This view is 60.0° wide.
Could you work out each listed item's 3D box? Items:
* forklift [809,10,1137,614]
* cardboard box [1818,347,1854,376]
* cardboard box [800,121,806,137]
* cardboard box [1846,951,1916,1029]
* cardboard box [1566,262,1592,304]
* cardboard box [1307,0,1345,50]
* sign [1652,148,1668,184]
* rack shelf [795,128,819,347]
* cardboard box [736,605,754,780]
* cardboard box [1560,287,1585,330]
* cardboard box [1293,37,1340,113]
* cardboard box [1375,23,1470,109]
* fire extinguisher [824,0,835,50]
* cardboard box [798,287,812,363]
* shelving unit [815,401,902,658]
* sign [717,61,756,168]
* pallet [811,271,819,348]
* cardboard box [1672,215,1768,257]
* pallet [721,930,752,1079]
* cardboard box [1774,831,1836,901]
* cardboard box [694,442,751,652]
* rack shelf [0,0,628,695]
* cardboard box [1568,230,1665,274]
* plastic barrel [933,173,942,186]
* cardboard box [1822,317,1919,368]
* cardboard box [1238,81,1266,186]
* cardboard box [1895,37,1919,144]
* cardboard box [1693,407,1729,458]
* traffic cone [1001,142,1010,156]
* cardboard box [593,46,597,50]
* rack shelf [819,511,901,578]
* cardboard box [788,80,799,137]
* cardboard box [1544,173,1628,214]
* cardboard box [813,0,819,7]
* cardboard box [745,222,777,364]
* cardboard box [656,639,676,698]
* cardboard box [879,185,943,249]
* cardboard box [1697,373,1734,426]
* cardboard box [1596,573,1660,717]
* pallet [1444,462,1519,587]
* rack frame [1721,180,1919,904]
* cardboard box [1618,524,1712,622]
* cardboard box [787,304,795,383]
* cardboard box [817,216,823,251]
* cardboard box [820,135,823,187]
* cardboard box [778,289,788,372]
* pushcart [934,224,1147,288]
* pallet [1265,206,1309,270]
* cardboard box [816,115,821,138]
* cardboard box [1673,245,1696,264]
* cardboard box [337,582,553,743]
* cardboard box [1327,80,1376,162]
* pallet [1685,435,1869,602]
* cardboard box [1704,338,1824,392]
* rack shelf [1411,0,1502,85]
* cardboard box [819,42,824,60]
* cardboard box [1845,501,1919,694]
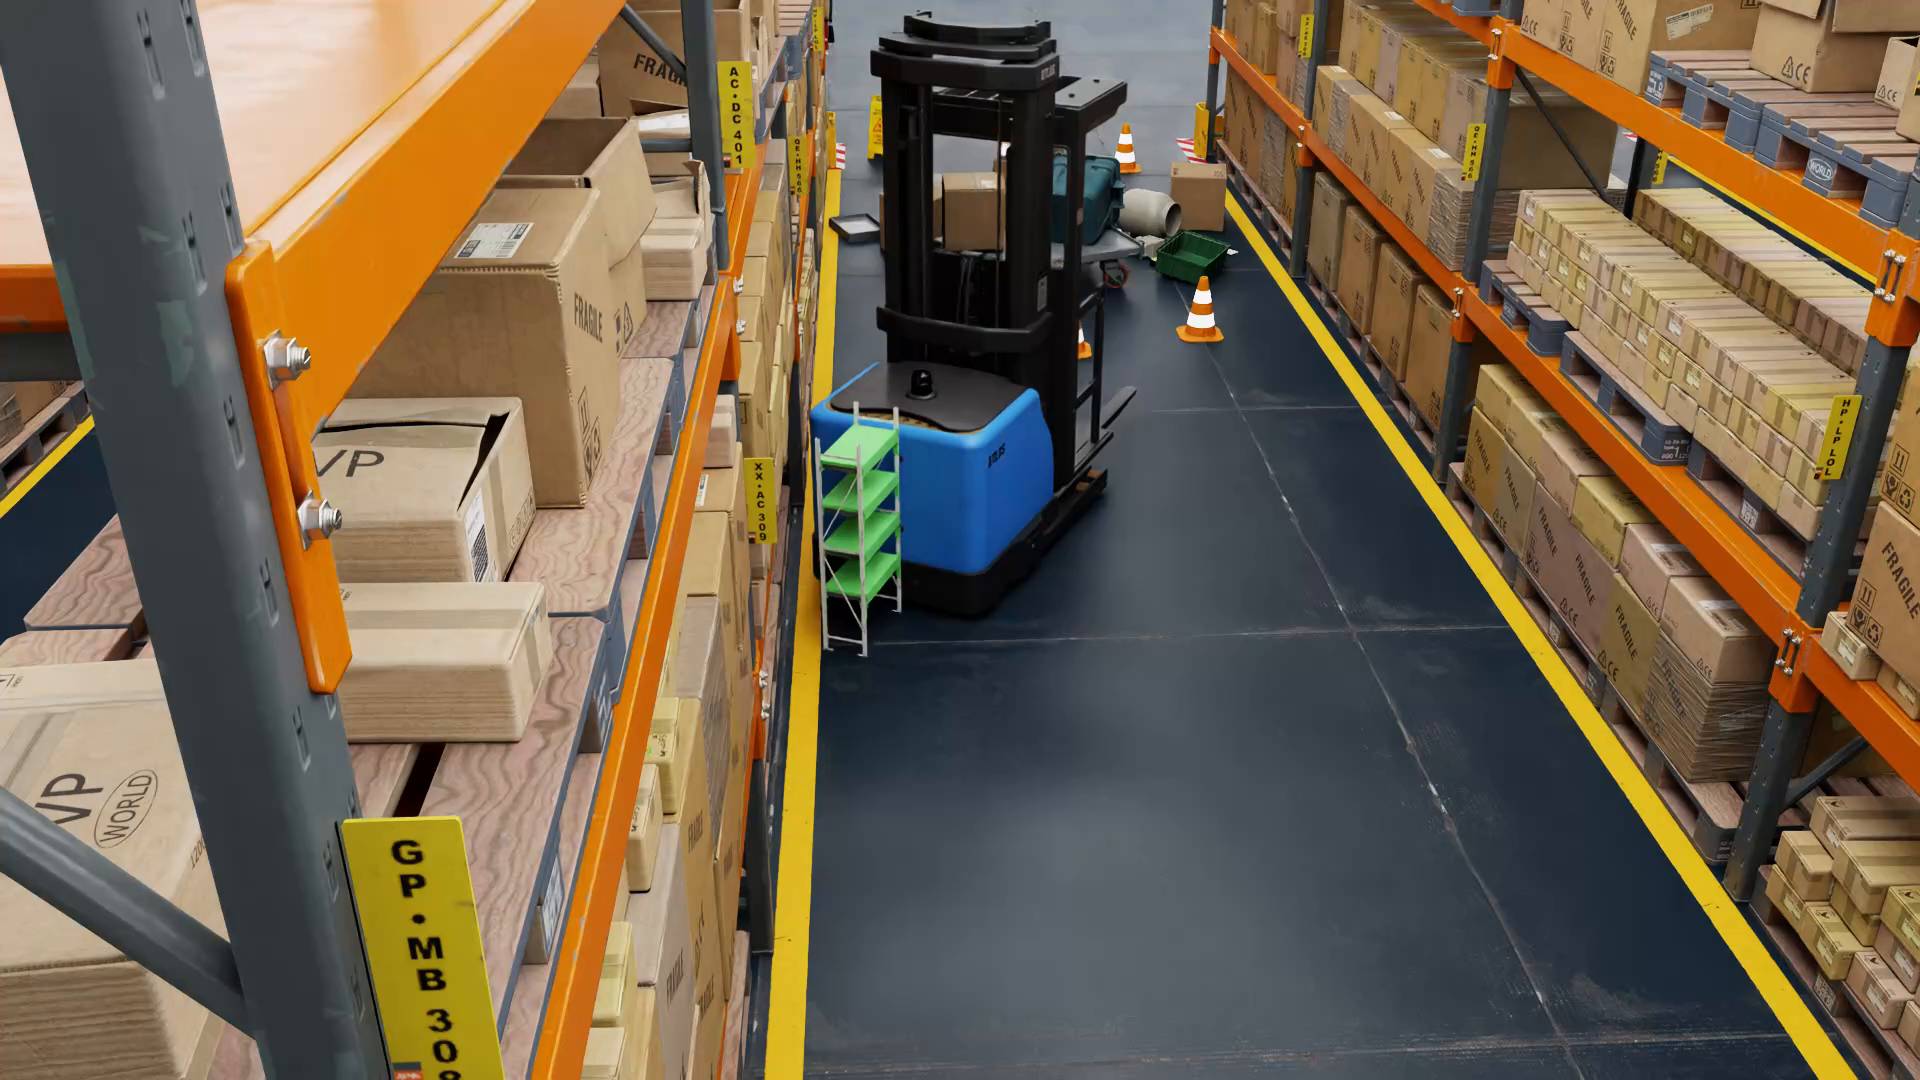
[{"bbox_3d":[0.260,-1.562,9.576,1.130,2.935,3.031,12,30,22],"label":"forklift"},{"bbox_3d":[4.075,-0.750,7.441,0.380,0.149,0.250,0,28,-1],"label":"cardboard box"},{"bbox_3d":[-1.295,-2.881,11.848,0.380,0.149,0.250,-1,28,-2],"label":"cardboard box"},{"bbox_3d":[3.473,1.623,6.023,0.380,0.149,0.250,-2,28,-3],"label":"cardboard box"},{"bbox_3d":[3.359,-1.328,8.549,0.380,0.149,0.250,-1,28,-2],"label":"cardboard box"},{"bbox_3d":[3.293,-4.278,13.379,0.875,0.550,0.550,-1,28,-3],"label":"cardboard box"},{"bbox_3d":[4.028,-2.210,9.577,0.100,0.325,0.005,-1,28,-3],"label":"sign"},{"bbox_3d":[-1.555,-2.153,11.412,1.077,0.370,4.000,-1,28,-3],"label":"rack shelf"},{"bbox_3d":[-0.963,0.463,5.511,0.500,0.500,0.500,-1,28,-2],"label":"cardboard box"},{"bbox_3d":[3.353,-1.205,8.634,0.380,0.149,0.250,0,28,0],"label":"cardboard box"},{"bbox_3d":[3.247,-3.798,13.627,0.875,0.550,0.550,-1,28,-3],"label":"cardboard box"},{"bbox_3d":[3.365,-3.349,11.739,0.700,0.500,0.500,-1,28,-2],"label":"cardboard box"},{"bbox_3d":[-1.414,-5.272,16.699,0.296,0.674,0.183,-1,28,-3],"label":"fire extinguisher"},{"bbox_3d":[-1.551,-1.521,11.811,0.950,0.372,0.625,0,28,-1],"label":"cardboard box"},{"bbox_3d":[-0.511,-0.051,8.551,0.258,1.200,0.503,9,29,17],"label":"shelving unit"},{"bbox_3d":[-0.688,-1.309,5.129,0.100,0.325,0.005,-1,28,-3],"label":"sign"},{"bbox_3d":[-1.618,-1.800,12.972,1.003,0.211,1.213,-1,28,-3],"label":"pallet"},{"bbox_3d":[3.995,-1.601,8.750,0.380,0.149,0.250,-1,28,-1],"label":"cardboard box"},{"bbox_3d":[-1.281,1.888,5.901,1.003,0.211,1.213,-1,28,-3],"label":"pallet"},{"bbox_3d":[3.395,1.254,6.409,0.380,0.149,0.250,0,28,0],"label":"cardboard box"},{"bbox_3d":[-0.942,0.023,5.274,0.500,0.500,0.500,-2,28,-3],"label":"cardboard box"},{"bbox_3d":[-1.138,-0.941,3.034,1.077,0.370,4.000,-1,28,-3],"label":"rack shelf"},{"bbox_3d":[3.356,-1.475,8.509,0.380,0.149,0.250,-3,28,-5],"label":"cardboard box"},{"bbox_3d":[-0.249,-3.183,15.395,0.512,0.421,0.421,19,33,32],"label":"plastic barrel"},{"bbox_3d":[4.079,-0.879,7.367,0.380,0.149,0.250,-2,28,-3],"label":"cardboard box"},{"bbox_3d":[3.219,-3.935,15.895,0.875,0.875,0.875,-2,28,-3],"label":"cardboard box"},{"bbox_3d":[3.786,-1.605,5.778,0.700,0.500,0.500,-1,28,-3],"label":"cardboard box"},{"bbox_3d":[3.439,-0.471,7.228,0.380,0.149,0.250,-3,28,-5],"label":"cardboard box"},{"bbox_3d":[0.533,-4.134,17.176,0.336,0.463,0.334,-1,28,-3],"label":"traffic cone"},{"bbox_3d":[-1.491,-1.983,6.864,0.380,0.166,0.250,1,28,2],"label":"cardboard box"},{"bbox_3d":[-0.512,0.005,8.580,0.258,0.148,0.480,9,29,17],"label":"rack shelf"},{"bbox_3d":[-1.330,-2.841,11.069,0.500,0.500,0.500,-2,28,-5],"label":"cardboard box"},{"bbox_3d":[3.733,-1.973,10.180,0.500,0.500,0.500,-1,28,-2],"label":"cardboard box"},{"bbox_3d":[-1.466,-4.223,13.093,0.700,0.500,0.500,-2,28,-3],"label":"cardboard box"},{"bbox_3d":[-1.089,-1.103,7.432,0.500,0.500,0.500,-2,28,-3],"label":"cardboard box"},{"bbox_3d":[-0.877,0.363,3.919,0.380,0.149,0.250,-1,28,-3],"label":"cardboard box"},{"bbox_3d":[-0.357,-2.816,14.606,0.500,0.500,0.500,19,33,32],"label":"cardboard box"},{"bbox_3d":[3.434,-0.615,7.182,0.380,0.149,0.250,-2,28,-4],"label":"cardboard box"},{"bbox_3d":[3.379,0.482,7.831,0.500,0.500,0.500,-2,28,-4],"label":"cardboard box"},{"bbox_3d":[3.526,-0.117,9.746,1.003,0.211,1.213,-1,28,-3],"label":"pallet"},{"bbox_3d":[3.696,0.133,6.252,1.000,3.000,0.127,-1,28,-3],"label":"rack frame"},{"bbox_3d":[3.391,0.147,7.663,0.500,0.250,0.500,0,28,0],"label":"cardboard box"},{"bbox_3d":[-1.123,-1.019,8.622,0.500,0.250,0.500,-1,28,-2],"label":"cardboard box"},{"bbox_3d":[-1.421,-2.642,14.090,0.500,0.250,0.500,-3,28,-5],"label":"cardboard box"},{"bbox_3d":[-1.461,-3.221,14.390,0.500,0.500,0.500,0,28,-1],"label":"cardboard box"},{"bbox_3d":[-1.094,-1.013,8.071,0.500,0.250,0.500,-2,28,-4],"label":"cardboard box"},{"bbox_3d":[0.614,-2.311,13.773,1.648,0.377,0.936,-11,30,-20],"label":"pushcart"},{"bbox_3d":[3.317,-2.678,14.657,1.003,0.211,1.213,-1,28,-3],"label":"pallet"},{"bbox_3d":[-1.396,-3.558,14.335,0.380,0.149,0.250,0,28,-1],"label":"cardboard box"},{"bbox_3d":[4.000,-1.459,8.800,0.380,0.149,0.250,-1,28,-1],"label":"cardboard box"},{"bbox_3d":[-0.860,0.189,2.610,0.380,0.149,0.250,0,28,-1],"label":"cardboard box"},{"bbox_3d":[3.064,-3.123,12.387,0.500,0.500,0.500,-1,28,-2],"label":"cardboard box"},{"bbox_3d":[3.801,-0.139,6.980,1.003,0.211,1.213,-1,28,-3],"label":"pallet"},{"bbox_3d":[3.440,-0.751,7.121,0.380,0.149,0.250,-1,28,-3],"label":"cardboard box"},{"bbox_3d":[3.383,-3.649,11.037,1.077,0.370,4.000,-1,28,-3],"label":"rack shelf"},{"bbox_3d":[-1.476,-4.612,15.621,0.380,0.149,0.250,-1,28,-2],"label":"cardboard box"},{"bbox_3d":[3.470,0.191,5.710,0.500,0.500,0.500,-2,28,-4],"label":"cardboard box"}]
